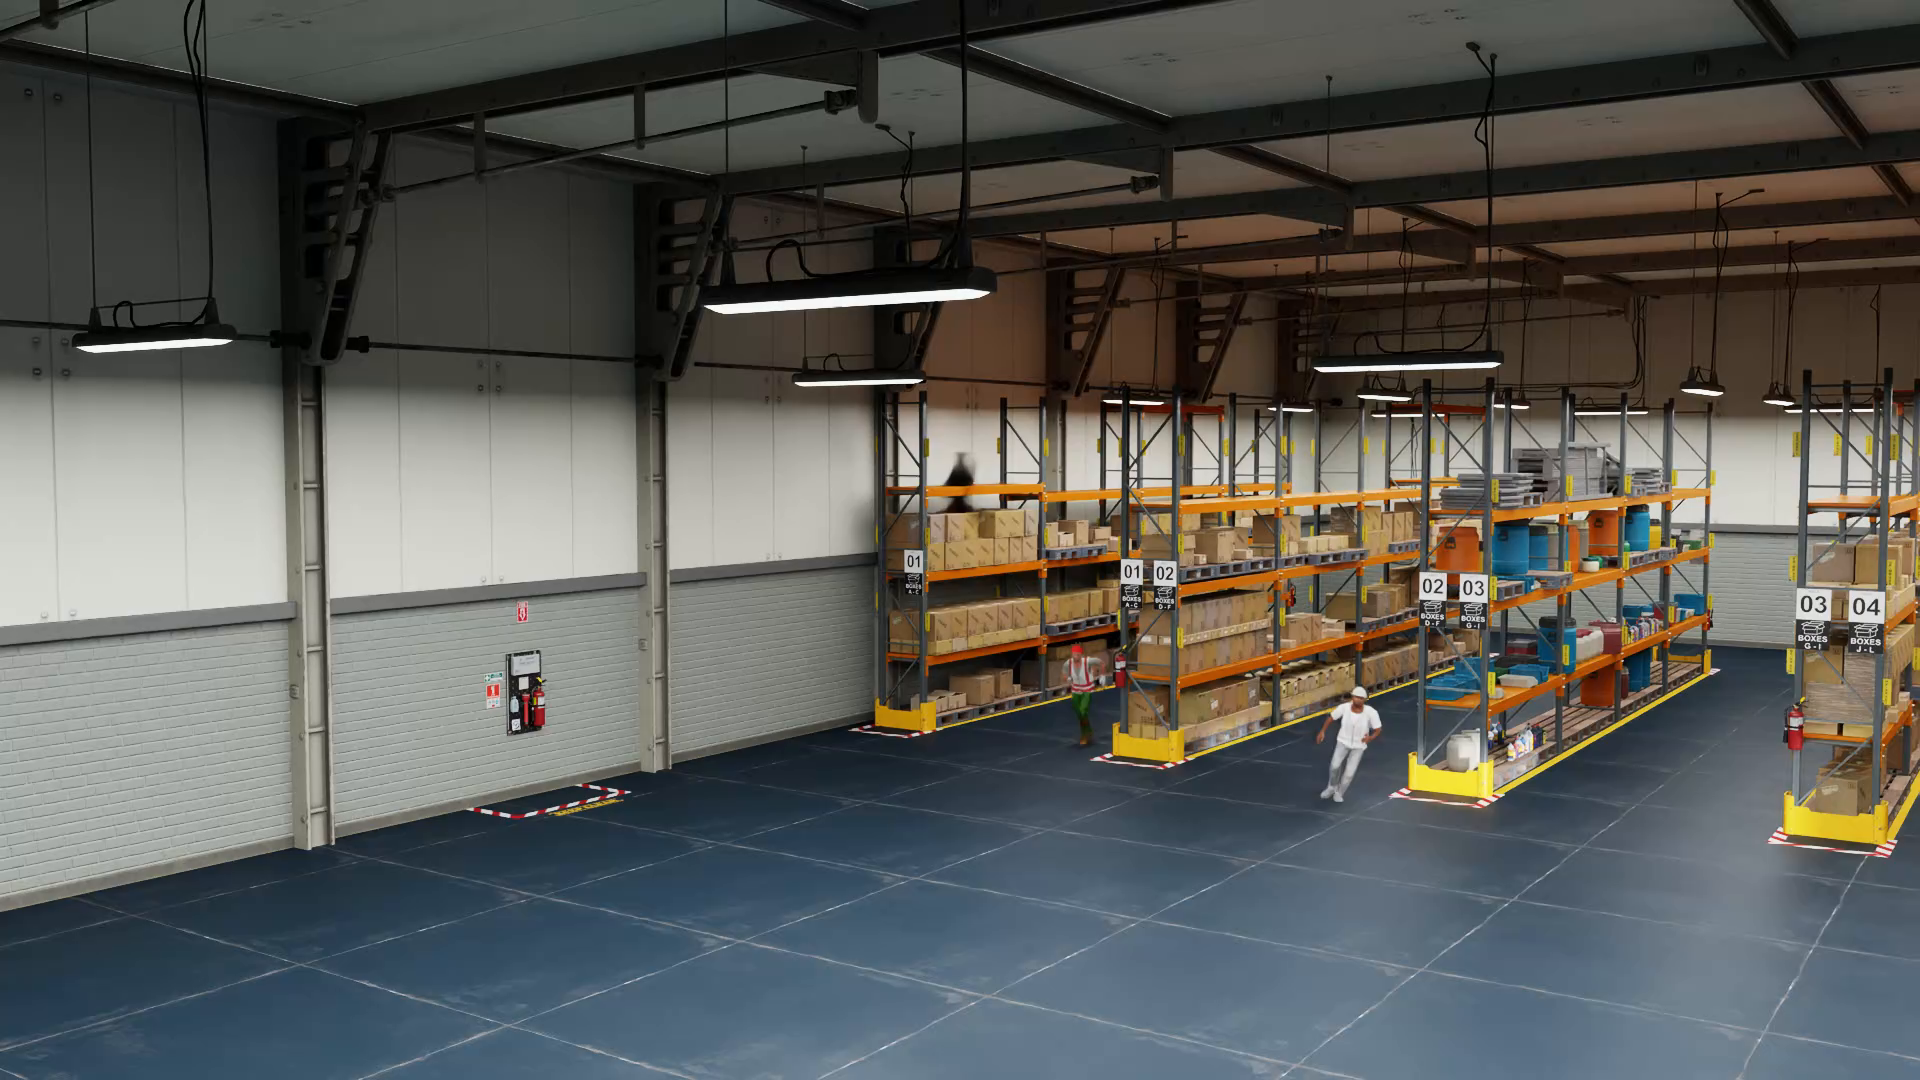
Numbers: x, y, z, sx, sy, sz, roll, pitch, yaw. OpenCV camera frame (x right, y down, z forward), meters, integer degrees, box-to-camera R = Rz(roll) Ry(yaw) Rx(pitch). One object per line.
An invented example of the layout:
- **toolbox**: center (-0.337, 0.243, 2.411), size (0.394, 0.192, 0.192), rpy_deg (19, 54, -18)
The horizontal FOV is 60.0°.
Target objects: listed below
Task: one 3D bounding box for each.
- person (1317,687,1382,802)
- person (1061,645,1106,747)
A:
- **person**: center (5.473, 2.881, 23.364), size (0.892, 1.652, 0.672), rpy_deg (1, 3, 11)
- **person**: center (2.084, 2.603, 27.987), size (0.711, 1.738, 0.915), rpy_deg (1, 3, 23)
